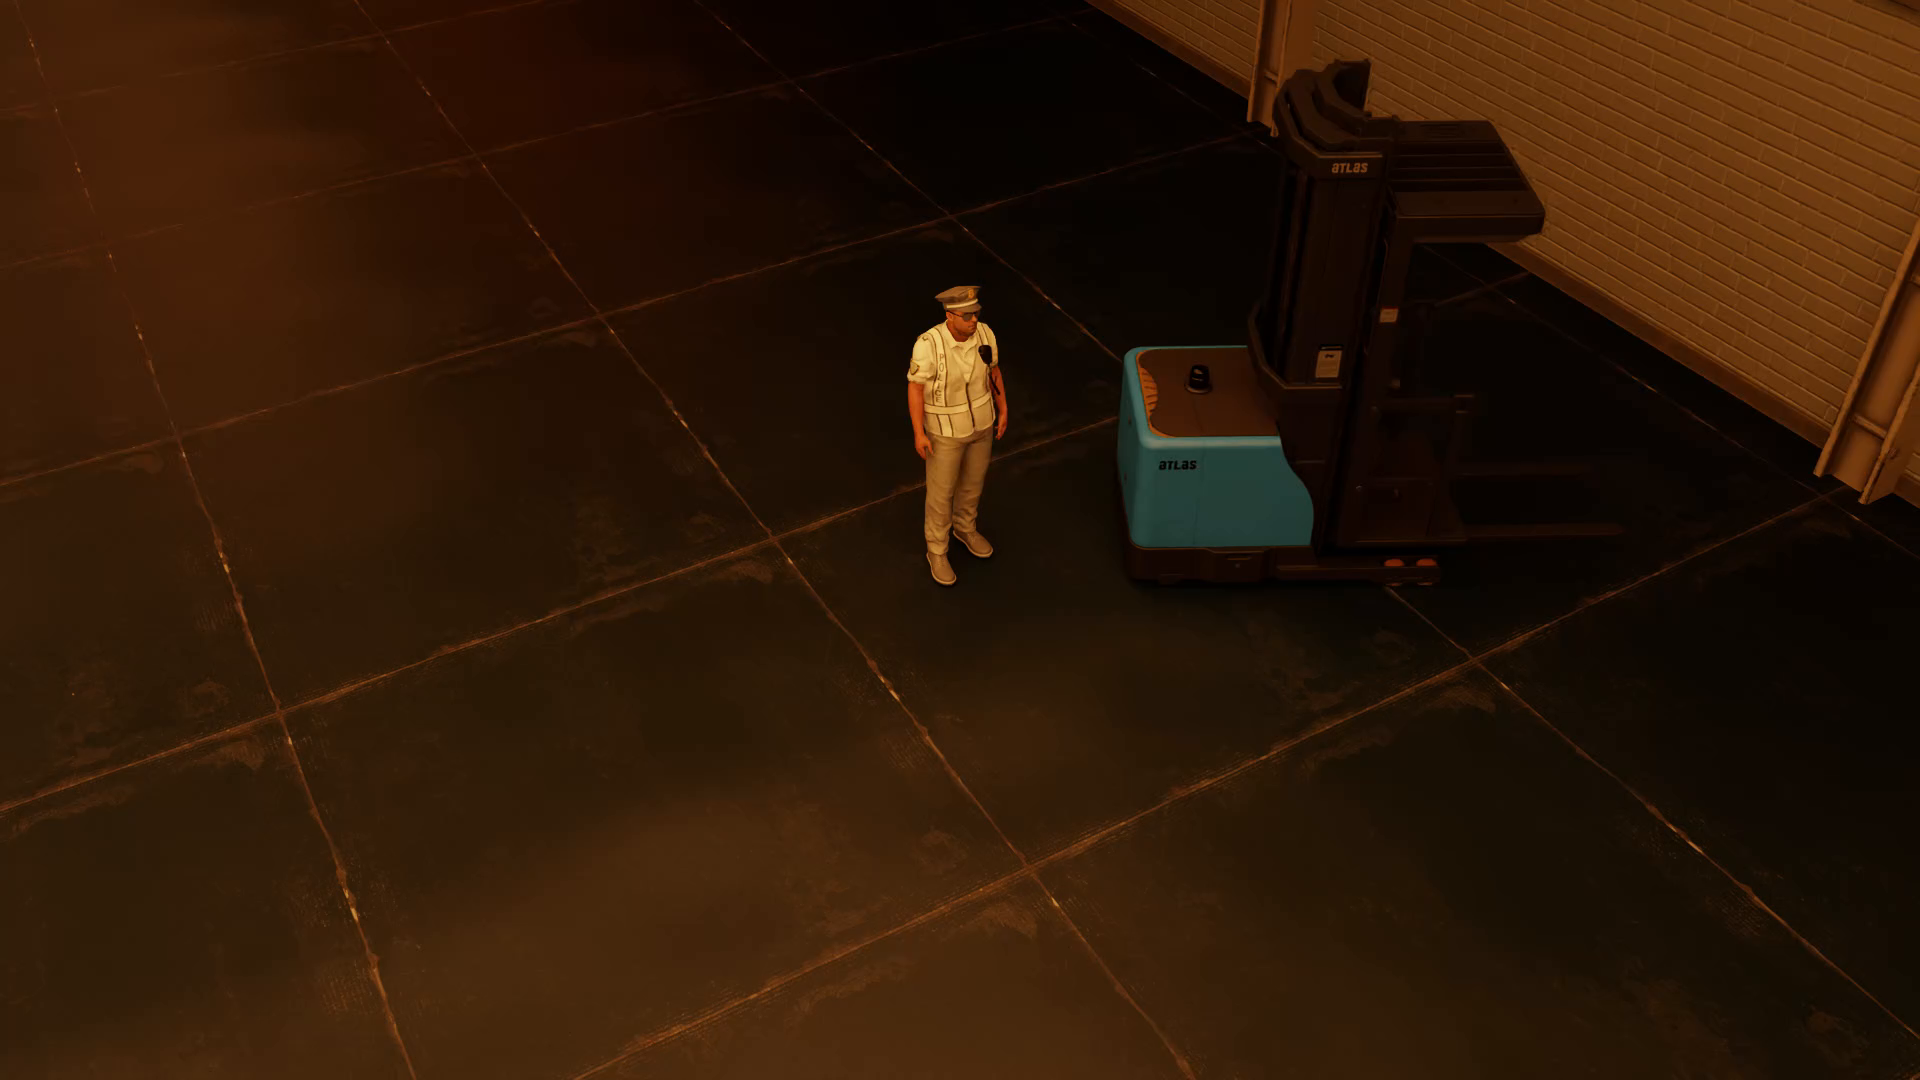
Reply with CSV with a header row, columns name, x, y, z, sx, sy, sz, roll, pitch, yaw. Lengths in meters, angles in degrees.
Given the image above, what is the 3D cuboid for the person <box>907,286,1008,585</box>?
name,x,y,z,sx,sy,sz,roll,pitch,yaw
person,0.030,-0.645,9.702,0.642,1.782,0.573,-20,44,-23

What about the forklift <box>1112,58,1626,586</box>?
name,x,y,z,sx,sy,sz,roll,pitch,yaw
forklift,2.503,-1.191,9.472,3.031,2.935,1.130,-1,40,-1
